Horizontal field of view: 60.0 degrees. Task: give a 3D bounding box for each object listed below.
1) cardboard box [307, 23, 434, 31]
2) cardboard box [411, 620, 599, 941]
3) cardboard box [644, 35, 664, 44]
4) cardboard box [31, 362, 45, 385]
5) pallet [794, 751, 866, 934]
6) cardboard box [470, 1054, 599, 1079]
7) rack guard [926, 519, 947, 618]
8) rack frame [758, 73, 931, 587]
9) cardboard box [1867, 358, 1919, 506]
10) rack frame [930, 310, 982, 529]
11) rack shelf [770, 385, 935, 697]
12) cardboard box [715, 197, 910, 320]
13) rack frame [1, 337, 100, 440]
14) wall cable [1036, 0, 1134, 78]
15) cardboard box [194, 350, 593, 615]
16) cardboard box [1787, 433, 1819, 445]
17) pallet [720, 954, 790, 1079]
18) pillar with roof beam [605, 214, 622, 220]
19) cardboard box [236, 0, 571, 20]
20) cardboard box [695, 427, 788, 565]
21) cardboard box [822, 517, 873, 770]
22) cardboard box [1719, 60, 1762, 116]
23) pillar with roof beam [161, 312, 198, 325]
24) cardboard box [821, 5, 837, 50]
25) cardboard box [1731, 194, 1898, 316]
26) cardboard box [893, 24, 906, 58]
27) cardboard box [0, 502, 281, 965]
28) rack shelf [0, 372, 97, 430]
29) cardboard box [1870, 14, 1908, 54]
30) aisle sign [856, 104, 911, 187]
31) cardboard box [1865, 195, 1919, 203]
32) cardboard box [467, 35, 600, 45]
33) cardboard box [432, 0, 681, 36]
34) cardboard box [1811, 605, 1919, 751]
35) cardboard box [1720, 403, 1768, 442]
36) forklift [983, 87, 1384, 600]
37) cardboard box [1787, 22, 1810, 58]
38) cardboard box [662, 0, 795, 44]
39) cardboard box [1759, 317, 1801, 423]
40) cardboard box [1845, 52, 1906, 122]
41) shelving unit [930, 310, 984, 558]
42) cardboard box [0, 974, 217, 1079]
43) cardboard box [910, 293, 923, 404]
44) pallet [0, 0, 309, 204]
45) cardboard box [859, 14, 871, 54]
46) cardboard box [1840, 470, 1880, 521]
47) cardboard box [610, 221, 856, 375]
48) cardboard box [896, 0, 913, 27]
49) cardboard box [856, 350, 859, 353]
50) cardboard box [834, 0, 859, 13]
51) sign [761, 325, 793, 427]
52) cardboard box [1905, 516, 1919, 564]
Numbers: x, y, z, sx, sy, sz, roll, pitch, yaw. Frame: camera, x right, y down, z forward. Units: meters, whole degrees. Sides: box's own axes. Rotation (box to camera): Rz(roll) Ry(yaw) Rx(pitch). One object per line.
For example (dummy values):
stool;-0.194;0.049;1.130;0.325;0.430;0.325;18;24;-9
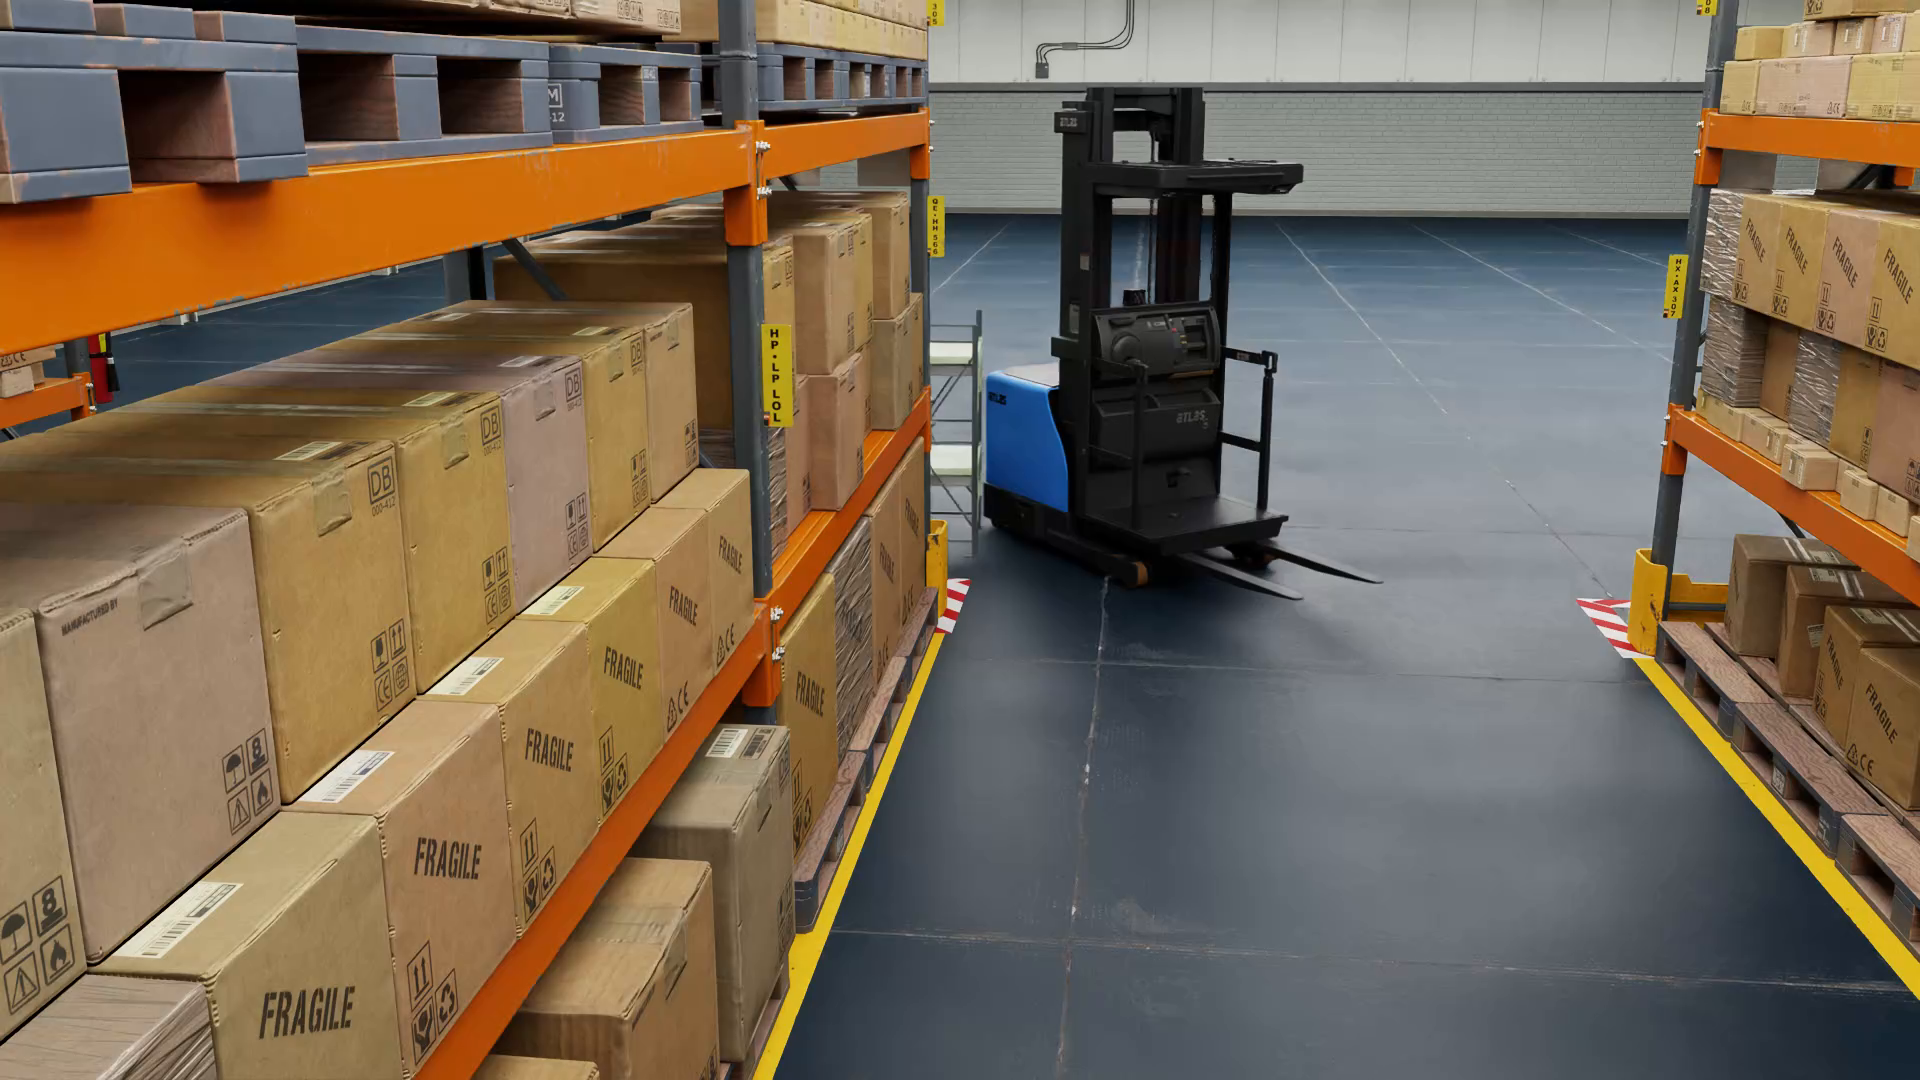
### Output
cardboard box;-1.486;-1.328;4.066;0.250;0.149;0.380;2;15;6
cardboard box;-1.085;0.477;3.461;0.500;0.500;0.500;2;15;6
cardboard box;-1.314;-1.893;6.153;0.380;0.149;0.250;2;15;6
cardboard box;-5.431;-0.945;9.390;0.380;0.149;0.250;2;15;8
pallet;-0.959;1.139;6.545;1.003;0.211;1.213;2;15;6
cardboard box;-1.320;1.526;3.276;1.050;0.750;0.750;2;15;7
rack guard;-0.668;0.151;9.647;1.175;0.500;0.348;2;15;6
rack frame;-0.671;-1.050;9.297;1.000;3.000;0.127;2;15;6
cardboard box;3.954;-0.408;6.163;0.875;0.500;0.500;2;15;6
rack frame;-0.056;-0.806;11.269;0.400;1.500;0.023;1;15;2
rack shelf;-0.897;-0.184;7.473;1.077;0.370;4.000;2;15;6
cardboard box;-0.722;-1.403;8.247;0.875;0.550;0.550;2;15;6
rack frame;-5.601;-1.169;9.739;1.000;3.000;0.127;2;15;6
wall cable;2.955;-13.920;38.887;2.305;6.003;0.169;2;15;6
cardboard box;-1.286;-0.150;3.862;0.700;0.500;0.500;2;15;7
cardboard box;3.842;-0.365;7.246;0.380;0.149;0.250;2;15;6
pallet;-1.135;1.536;5.076;1.003;0.211;1.213;2;15;6
pillar with roof beam;-3.845;-11.710;37.230;9.100;9.000;0.400;2;15;6
cardboard box;-1.102;-1.207;3.308;0.500;0.311;0.500;1;15;4
cardboard box;-1.093;-0.181;5.796;0.875;0.550;0.550;2;15;6
cardboard box;-0.884;0.416;7.144;0.875;0.875;0.875;2;15;7
cardboard box;3.935;-2.136;7.854;0.500;0.250;0.500;2;15;8
pillar with roof beam;-5.876;-7.042;19.965;9.100;9.000;0.400;2;15;6
cardboard box;-0.658;-1.871;6.074;0.380;0.149;0.250;1;15;5
cardboard box;3.850;-1.288;7.501;0.500;0.500;0.500;2;15;6
cardboard box;-0.458;-2.334;7.784;0.380;0.149;0.250;2;15;7
cardboard box;-1.457;0.247;2.395;0.700;0.500;0.500;1;15;5
rack shelf;-5.827;-0.303;7.915;1.077;0.370;4.000;2;15;6
cardboard box;3.823;-1.978;6.509;0.380;0.149;0.250;2;15;6
aisle sign;-0.365;-2.314;8.993;0.394;0.787;0.004;2;15;6
cardboard box;4.379;-1.272;7.443;0.500;0.500;0.500;2;15;6
cardboard box;-1.399;-1.694;5.418;0.380;0.149;0.250;2;15;6
cardboard box;-1.043;-1.451;4.326;0.500;0.250;0.500;2;15;7
cardboard box;4.036;0.606;7.159;0.500;0.500;0.500;3;15;11
cardboard box;3.886;-0.560;7.970;0.380;0.149;0.250;2;15;6
forklift;1.349;-1.258;10.200;1.130;2.935;3.031;-9;17;-30
cardboard box;3.852;-2.179;7.250;0.380;0.149;0.250;2;15;9
cardboard box;-0.744;-1.674;5.346;0.380;0.149;0.250;1;15;5
cardboard box;4.219;-0.794;7.591;0.875;0.500;0.500;2;15;6
cardboard box;3.769;-1.738;6.384;0.500;0.250;0.500;2;15;8
shelving unit;-0.072;-0.711;10.916;0.431;1.500;0.755;1;15;2
cardboard box;-1.255;0.869;2.012;0.500;0.500;0.500;2;15;7
cardboard box;-0.668;-1.024;8.917;0.875;0.550;0.550;2;15;6
pallet;-1.554;-0.500;1.880;1.213;0.211;1.003;2;15;9
cardboard box;-0.572;-2.069;6.805;0.380;0.149;0.250;2;15;7
cardboard box;3.711;-0.172;6.531;0.380;0.149;0.250;2;15;6
cardboard box;-0.903;-0.983;6.693;0.875;0.550;0.550;2;15;6
cardboard box;-0.506;-2.555;7.839;0.500;0.250;0.500;2;15;6
cardboard box;-0.915;-0.601;7.351;0.875;0.550;0.500;2;15;6
cardboard box;-0.677;-2.163;6.388;0.500;0.250;0.500;2;15;6
sign;-0.582;-0.519;5.270;0.100;0.325;0.005;2;15;6
cardboard box;3.570;0.021;5.818;0.380;0.149;0.250;2;15;6
